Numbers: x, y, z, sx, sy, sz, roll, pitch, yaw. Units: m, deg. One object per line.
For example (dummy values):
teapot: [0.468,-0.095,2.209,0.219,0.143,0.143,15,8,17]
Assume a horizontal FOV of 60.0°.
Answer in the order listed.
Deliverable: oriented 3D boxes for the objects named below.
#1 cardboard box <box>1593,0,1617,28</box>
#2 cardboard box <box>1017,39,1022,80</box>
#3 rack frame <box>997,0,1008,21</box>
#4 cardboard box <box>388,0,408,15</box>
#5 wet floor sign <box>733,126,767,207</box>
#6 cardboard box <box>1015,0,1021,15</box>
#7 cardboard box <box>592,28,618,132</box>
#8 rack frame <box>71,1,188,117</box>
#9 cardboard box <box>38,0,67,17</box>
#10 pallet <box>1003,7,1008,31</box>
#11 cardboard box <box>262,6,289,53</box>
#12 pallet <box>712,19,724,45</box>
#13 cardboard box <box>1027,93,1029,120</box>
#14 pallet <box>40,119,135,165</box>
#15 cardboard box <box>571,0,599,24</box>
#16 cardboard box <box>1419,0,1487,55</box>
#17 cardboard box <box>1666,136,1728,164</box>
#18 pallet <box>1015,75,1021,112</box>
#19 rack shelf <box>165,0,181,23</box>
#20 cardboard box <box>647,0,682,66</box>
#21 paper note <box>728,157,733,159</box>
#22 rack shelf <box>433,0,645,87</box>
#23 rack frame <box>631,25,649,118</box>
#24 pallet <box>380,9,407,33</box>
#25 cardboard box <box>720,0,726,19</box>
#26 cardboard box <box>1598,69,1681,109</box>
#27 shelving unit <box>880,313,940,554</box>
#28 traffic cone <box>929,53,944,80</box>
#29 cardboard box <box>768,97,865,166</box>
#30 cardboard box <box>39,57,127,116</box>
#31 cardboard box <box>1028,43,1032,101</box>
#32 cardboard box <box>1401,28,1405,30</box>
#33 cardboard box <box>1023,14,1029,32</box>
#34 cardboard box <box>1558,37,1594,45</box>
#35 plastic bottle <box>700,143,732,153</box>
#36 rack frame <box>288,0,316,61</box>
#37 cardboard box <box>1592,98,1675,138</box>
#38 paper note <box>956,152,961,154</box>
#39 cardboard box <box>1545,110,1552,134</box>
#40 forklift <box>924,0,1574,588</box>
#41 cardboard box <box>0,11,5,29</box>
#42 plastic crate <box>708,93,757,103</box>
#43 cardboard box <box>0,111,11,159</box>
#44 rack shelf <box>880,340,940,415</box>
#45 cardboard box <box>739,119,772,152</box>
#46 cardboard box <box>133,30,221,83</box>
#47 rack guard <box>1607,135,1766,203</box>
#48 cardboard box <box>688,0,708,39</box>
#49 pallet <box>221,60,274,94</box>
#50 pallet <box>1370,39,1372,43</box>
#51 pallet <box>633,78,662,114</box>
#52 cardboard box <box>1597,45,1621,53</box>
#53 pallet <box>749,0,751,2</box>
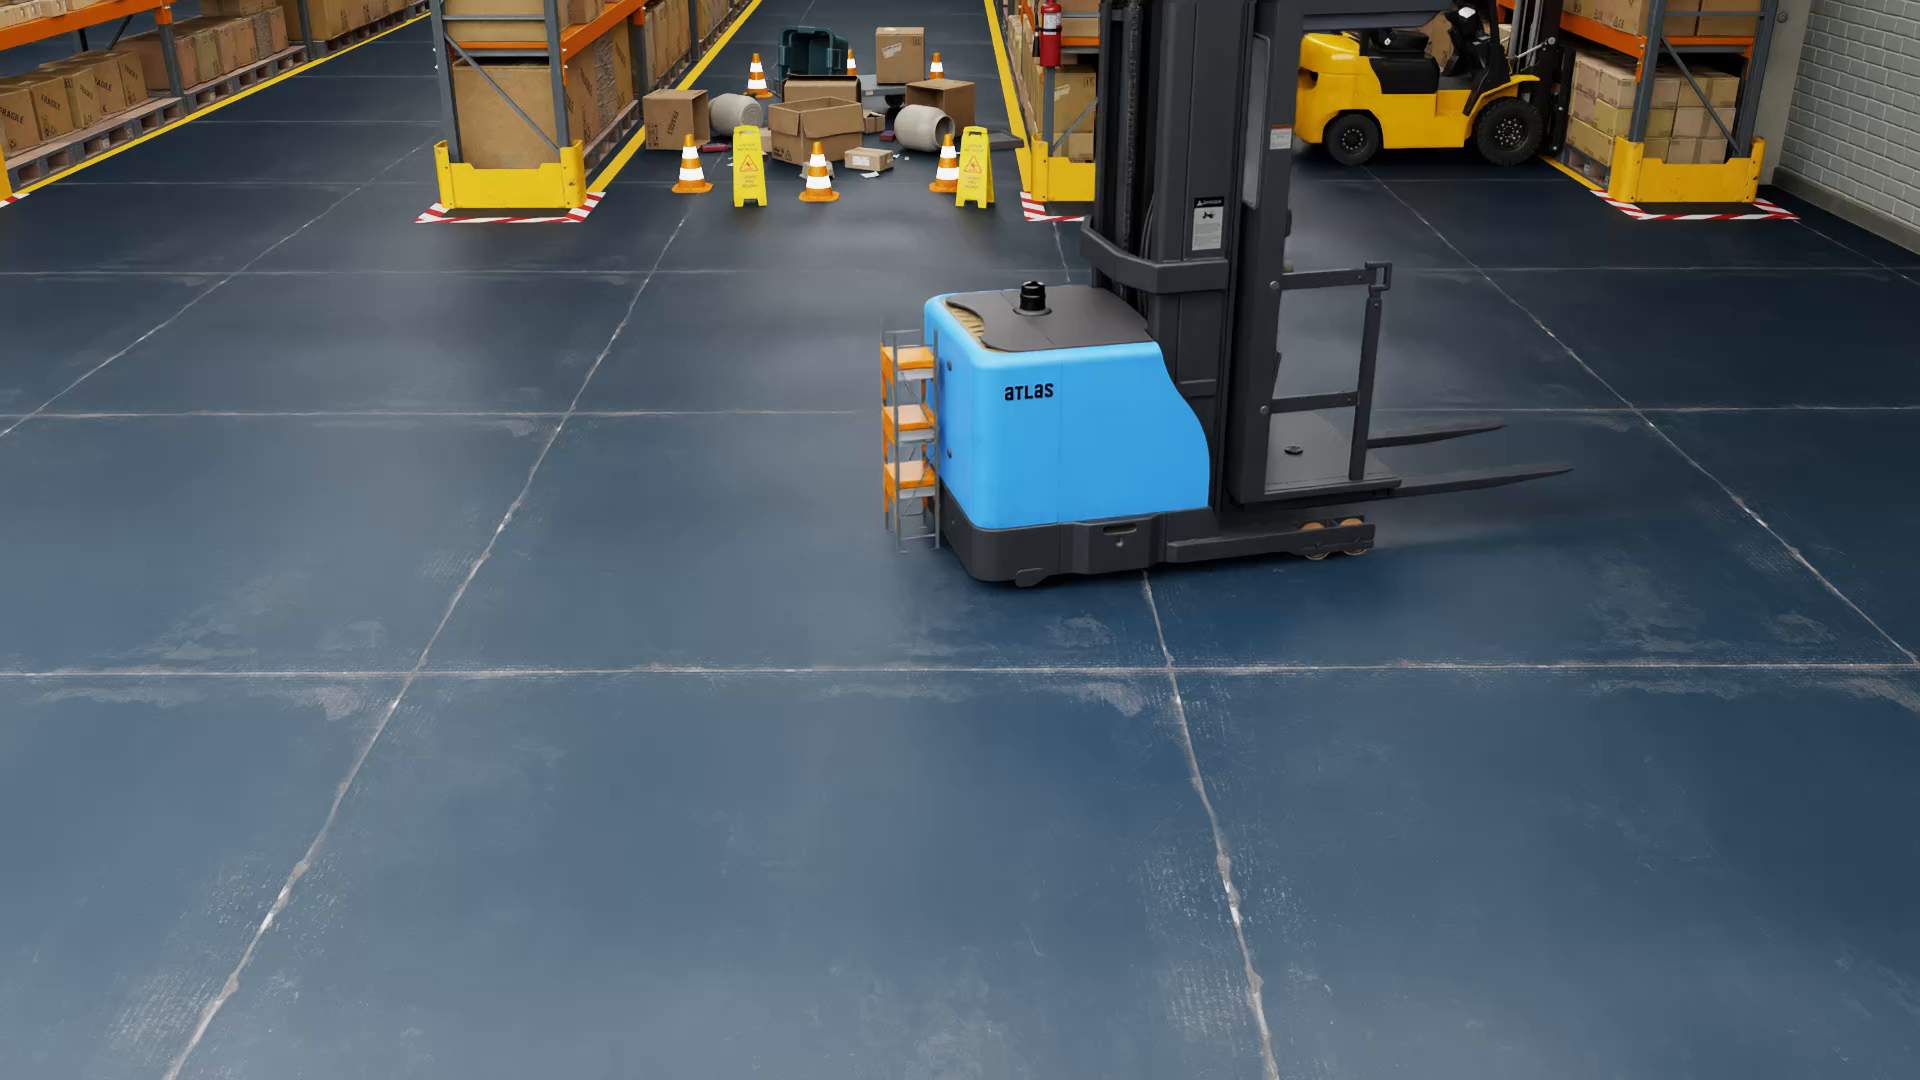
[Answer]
cardboard box: [5.895,-4.762,14.519,0.500,0.500,0.500,0,24,1]
cardboard box: [1.133,-5.432,18.800,0.950,0.372,0.625,1,24,3]
rack frame: [1.065,-9.222,24.501,1.000,3.000,0.127,0,24,-1]
cardboard box: [-8.817,-8.137,24.171,1.225,0.875,0.875,0,24,0]
wet floor sign: [-1.773,-3.138,13.905,0.267,0.644,0.232,-4,25,-10]
cardboard box: [1.184,-7.082,21.838,0.875,0.875,0.875,0,24,-1]
cardboard box: [-3.846,-4.454,16.028,0.875,0.875,0.875,0,24,0]
rack frame: [-8.757,-5.881,17.114,1.000,3.000,0.127,0,24,-1]
cardboard box: [-8.398,-4.856,15.151,0.380,0.149,0.250,0,24,-1]
pallet: [1.149,-7.634,24.374,1.003,0.211,1.213,0,24,-1]
cardboard box: [-8.774,-6.315,20.573,0.700,0.500,0.500,-2,24,-3]
pallet: [-3.858,-7.063,23.111,1.003,0.211,1.213,0,24,-1]
cardboard box: [0.914,-4.182,16.183,0.500,0.250,0.500,-1,24,-1]
pallet: [-8.698,-3.830,15.963,1.003,0.211,1.213,0,24,-1]
cardboard box: [-3.710,-4.893,14.746,0.875,0.550,0.550,0,24,-1]
cardboard box: [6.080,-6.181,20.149,0.875,0.625,0.625,1,24,1]
cardboard box: [6.349,-3.443,14.550,0.500,0.250,0.500,0,24,0]
pallet: [1.142,-4.976,18.496,1.003,0.211,1.213,0,24,-1]
rack shelf: [-8.779,-6.378,19.084,1.077,0.370,4.000,0,24,-1]
cardboard box: [-3.910,-6.065,19.740,1.050,0.750,0.750,0,24,0]
paper note: [-2.153,-3.618,15.736,0.032,0.001,0.123,13,27,27]
rack shelf: [-3.775,-4.710,15.397,1.077,0.370,4.000,0,24,-1]
rack frame: [-3.796,-5.862,17.071,1.000,3.000,0.127,0,24,-1]
pallet: [-8.761,-7.590,24.275,1.003,0.211,1.213,0,24,-1]
cardboard box: [-3.618,-7.696,23.649,0.500,0.500,0.500,-1,24,-2]
cardboard box: [5.842,-3.884,14.311,0.500,0.250,0.500,1,24,1]
shelving unit: [-0.224,-0.477,7.529,0.215,1.050,0.252,-6,25,-13]
traffic cone: [-0.261,-5.275,18.851,0.336,0.463,0.334,0,24,-1]
cardboard box: [-1.355,-3.853,15.658,0.797,0.503,0.637,-19,31,-36]
cardboard box: [-8.779,-4.533,16.656,0.500,0.500,0.500,8,25,16]
cardboard box: [0.910,-4.528,16.038,0.500,0.500,0.500,1,24,2]
cardboard box: [5.852,-6.824,21.721,0.500,0.500,0.500,0,24,1]
cardboard box: [0.830,-5.206,16.750,0.380,0.149,0.250,0,24,0]
cardboard box: [5.819,-4.727,16.176,0.500,0.250,0.500,1,24,1]
plastic bottle: [-2.354,-3.788,16.050,0.283,0.061,0.133,-9,26,-19]
rack frame: [-8.801,-7.530,20.758,1.000,3.000,0.127,0,24,-1]
cardboard box: [5.841,-3.667,14.438,0.500,0.250,0.500,-1,24,-1]
paper note: [0.040,-3.707,15.909,0.142,0.019,0.148,-9,26,-19]
cardboard box: [5.818,-4.057,15.908,0.500,0.250,0.500,1,24,1]
forklift: [1.397,-1.448,7.395,3.031,2.935,1.130,-6,25,-13]
cardboard box: [-8.450,-4.443,14.239,0.380,0.149,0.250,0,24,-1]
plastic crate: [-2.485,-4.541,17.493,0.450,0.188,0.662,3,22,31]
cardboard box: [-8.704,-3.543,14.467,0.500,0.500,0.500,4,25,9]
rack shelf: [-0.225,-0.725,7.417,0.215,0.259,0.240,-6,25,-13]
cardboard box: [-1.936,-3.916,16.087,0.396,0.266,0.258,4,25,9]
cardboard box: [-8.729,-5.393,18.533,0.700,0.500,0.500,0,24,-1]
rack guard: [6.159,-3.153,14.114,1.175,0.500,0.348,0,24,-1]
cardboard box: [-3.593,-6.855,21.791,0.500,0.500,0.500,-1,24,-3]
pallet: [-8.783,-5.436,19.512,1.003,0.211,1.213,0,24,-1]
pallet: [6.102,-6.635,22.165,1.003,0.211,1.213,0,24,-1]
pallet: [-3.880,-4.909,18.348,1.003,0.211,1.213,0,24,-1]
cardboard box: [6.341,-4.518,15.712,0.500,0.250,0.500,-1,24,-2]
pallet: [-3.953,-9.170,27.769,1.003,0.211,1.213,0,24,-1]
